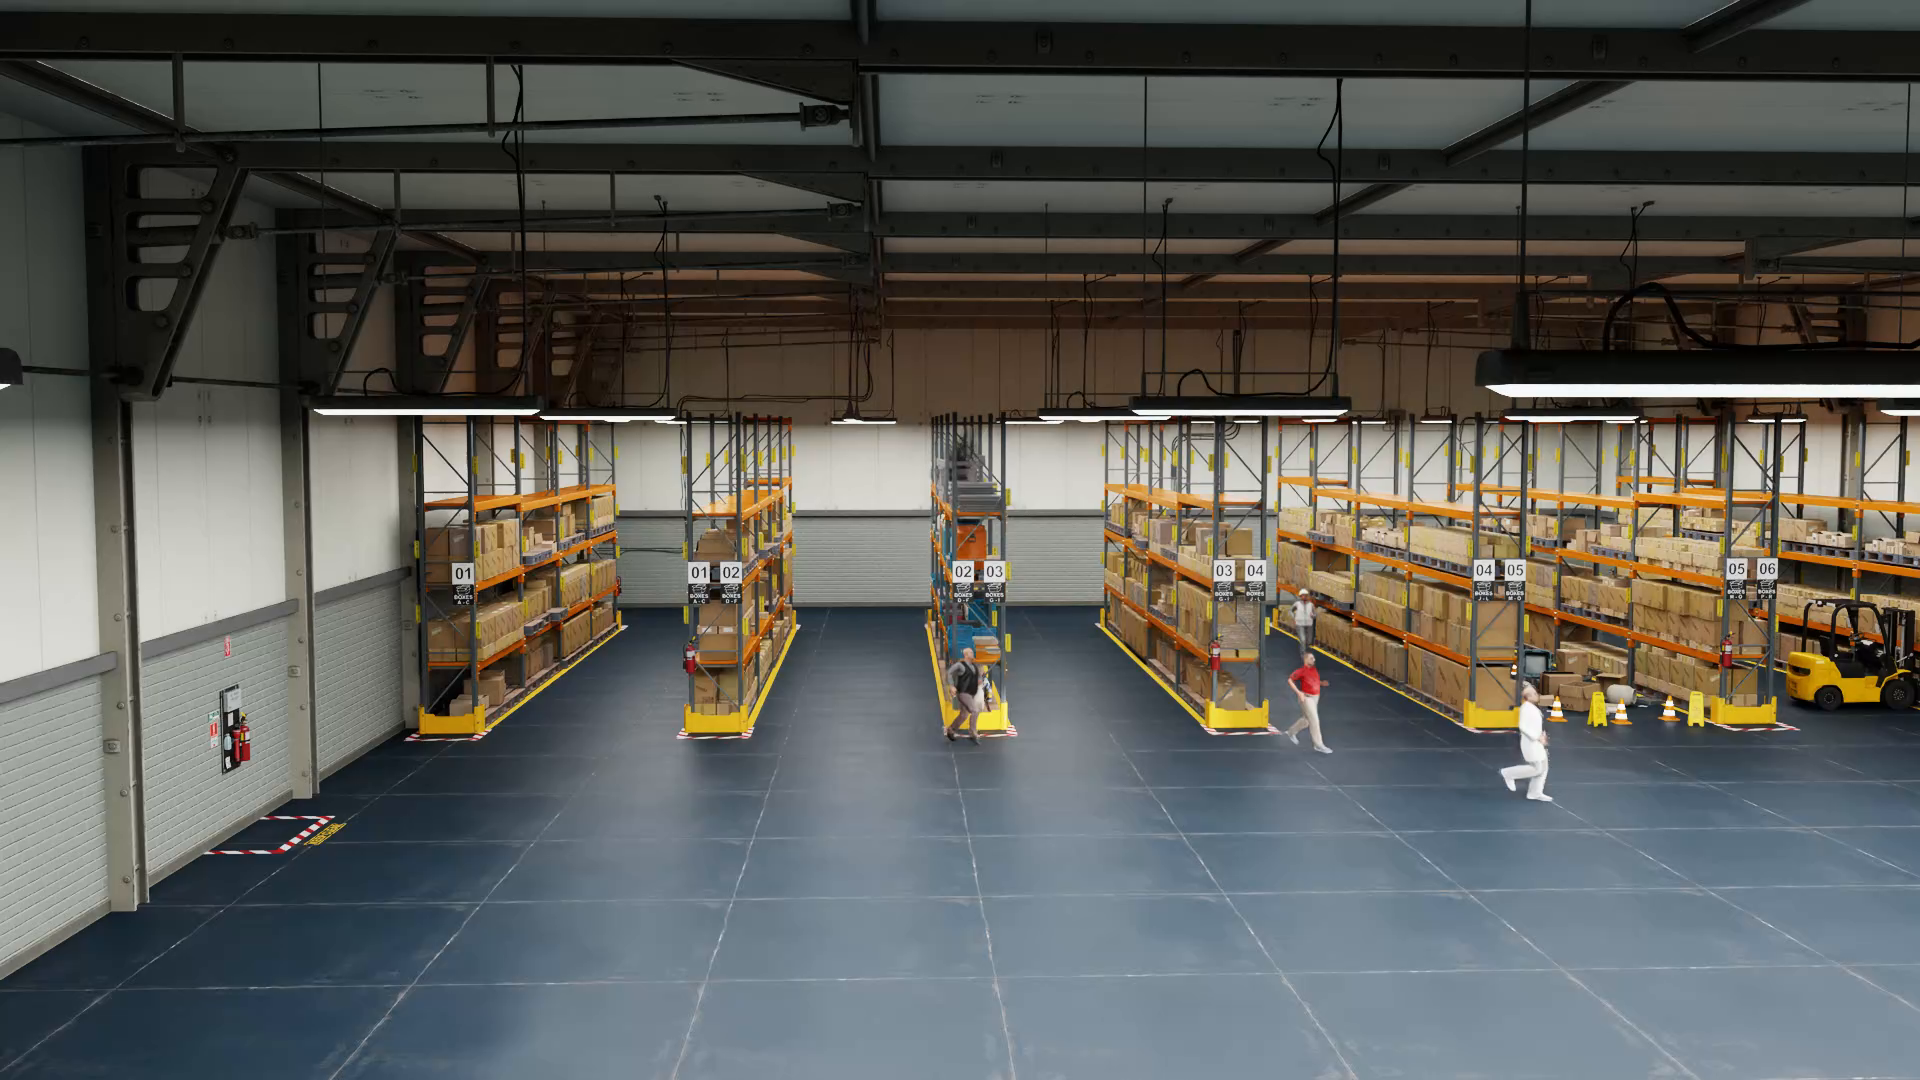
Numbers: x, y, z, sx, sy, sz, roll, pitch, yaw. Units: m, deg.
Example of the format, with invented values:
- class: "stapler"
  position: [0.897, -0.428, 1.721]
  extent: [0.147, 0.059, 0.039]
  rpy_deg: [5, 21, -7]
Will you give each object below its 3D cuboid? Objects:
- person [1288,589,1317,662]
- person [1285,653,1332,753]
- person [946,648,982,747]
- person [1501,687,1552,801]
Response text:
- class: "person"
  position: [8.400, 2.082, 40.642]
  extent: [0.669, 1.747, 0.849]
  rpy_deg: [0, 4, -4]
- class: "person"
  position: [6.162, 2.843, 29.351]
  extent: [0.969, 1.714, 0.663]
  rpy_deg: [3, 5, 39]
- class: "person"
  position: [0.163, 2.817, 30.075]
  extent: [0.801, 1.713, 0.648]
  rpy_deg: [3, 5, 33]
- class: "person"
  position: [8.716, 3.123, 25.526]
  extent: [0.756, 1.743, 0.711]
  rpy_deg: [2, 4, 23]
